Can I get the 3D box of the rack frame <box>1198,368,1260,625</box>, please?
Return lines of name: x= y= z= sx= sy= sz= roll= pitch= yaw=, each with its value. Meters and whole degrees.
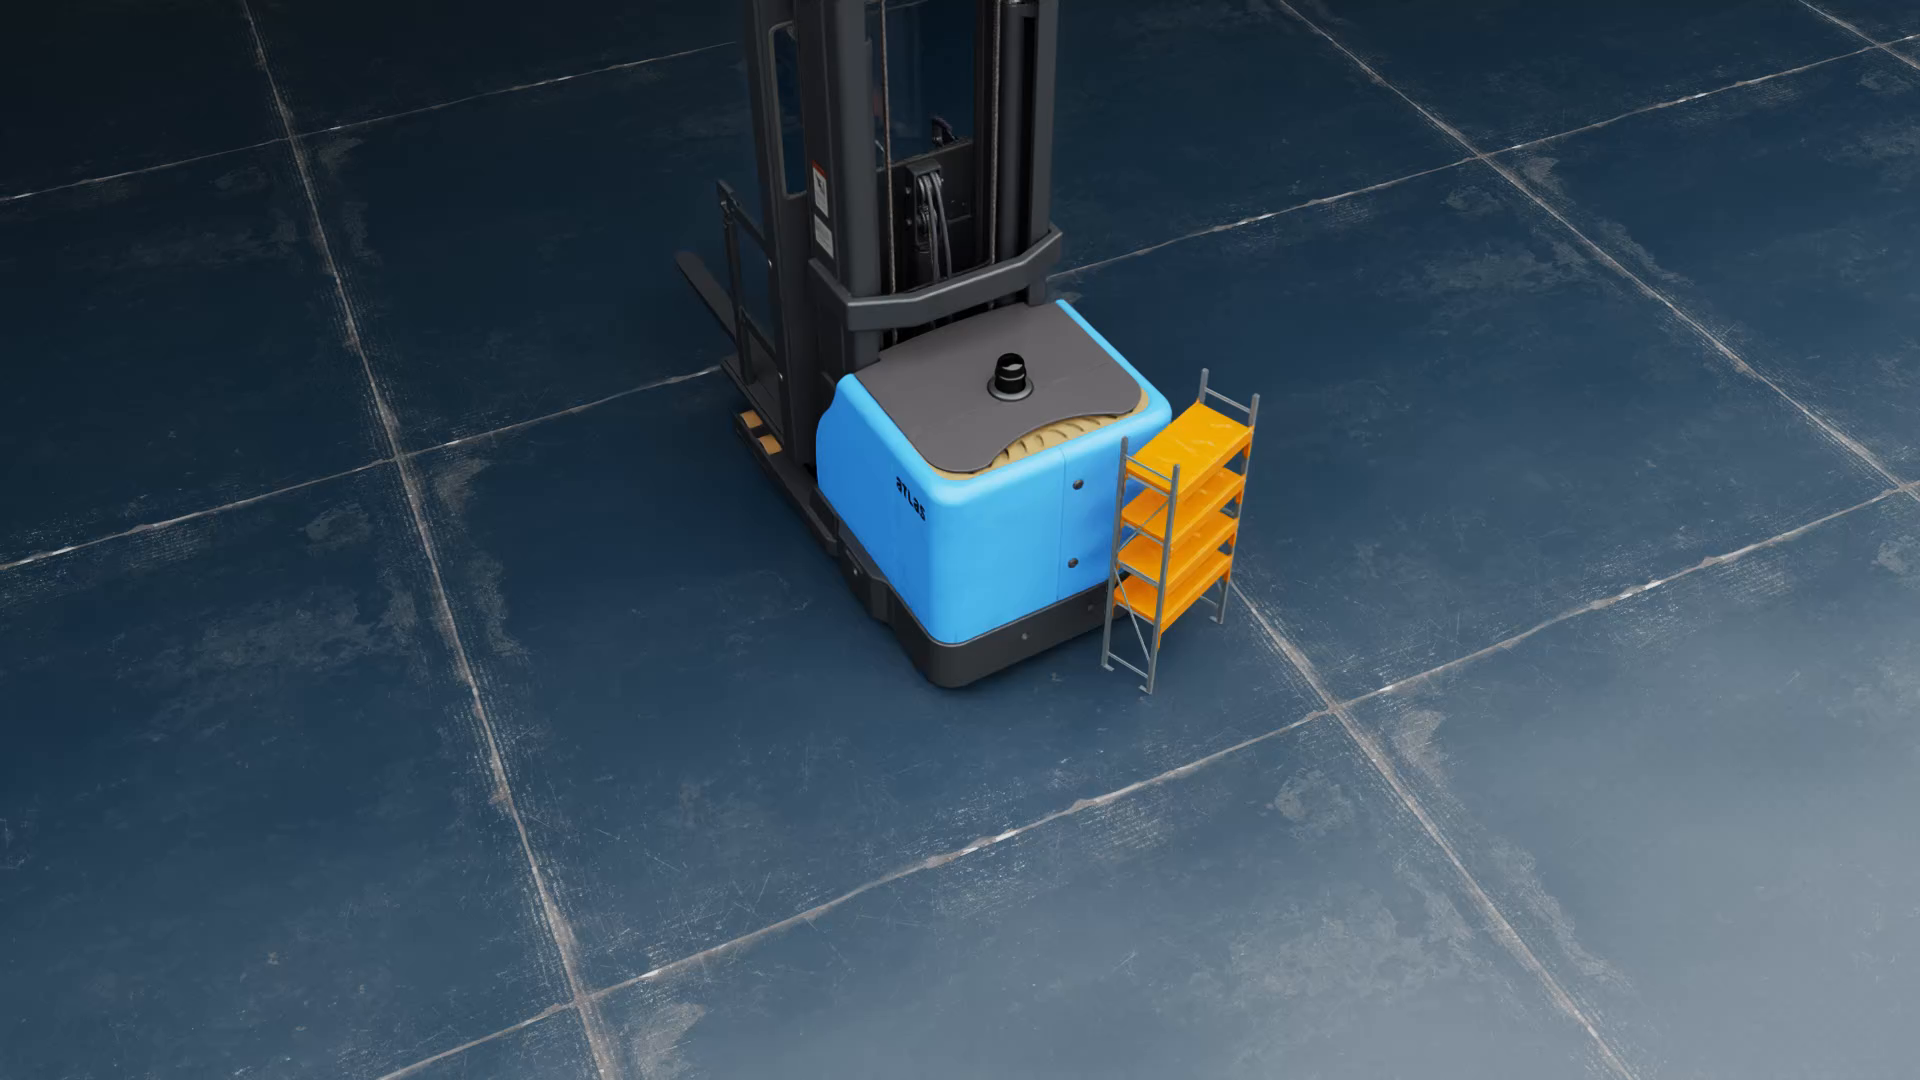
rack frame: x=0.974 y=-0.139 z=6.405 sx=0.240 sy=1.200 sz=0.015 roll=31 pitch=52 yaw=28

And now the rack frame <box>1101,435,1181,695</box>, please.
rack frame: x=0.657 y=0.121 z=6.141 sx=0.240 sy=1.200 sz=0.015 roll=31 pitch=52 yaw=28

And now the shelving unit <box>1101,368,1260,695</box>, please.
shelving unit: x=0.815 y=-0.009 z=6.273 sx=0.258 sy=1.200 sz=0.503 roll=31 pitch=52 yaw=28

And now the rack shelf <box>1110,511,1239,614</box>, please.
rack shelf: x=0.815 y=0.039 z=6.321 sx=0.258 sy=0.148 sz=0.480 roll=31 pitch=52 yaw=28

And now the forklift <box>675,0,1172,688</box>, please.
forklift: x=-0.371 y=-1.498 z=6.550 sx=1.130 sy=2.935 sz=3.031 roll=-22 pitch=49 yaw=-21

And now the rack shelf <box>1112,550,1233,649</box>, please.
rack shelf: x=0.815 y=0.180 z=6.460 sx=0.258 sy=0.148 sz=0.480 roll=31 pitch=52 yaw=28

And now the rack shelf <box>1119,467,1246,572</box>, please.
rack shelf: x=0.815 y=-0.120 z=6.164 sx=0.258 sy=0.148 sz=0.480 roll=31 pitch=52 yaw=28

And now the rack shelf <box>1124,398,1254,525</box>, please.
rack shelf: x=0.815 y=-0.288 z=5.997 sx=0.258 sy=0.148 sz=0.480 roll=31 pitch=52 yaw=28
